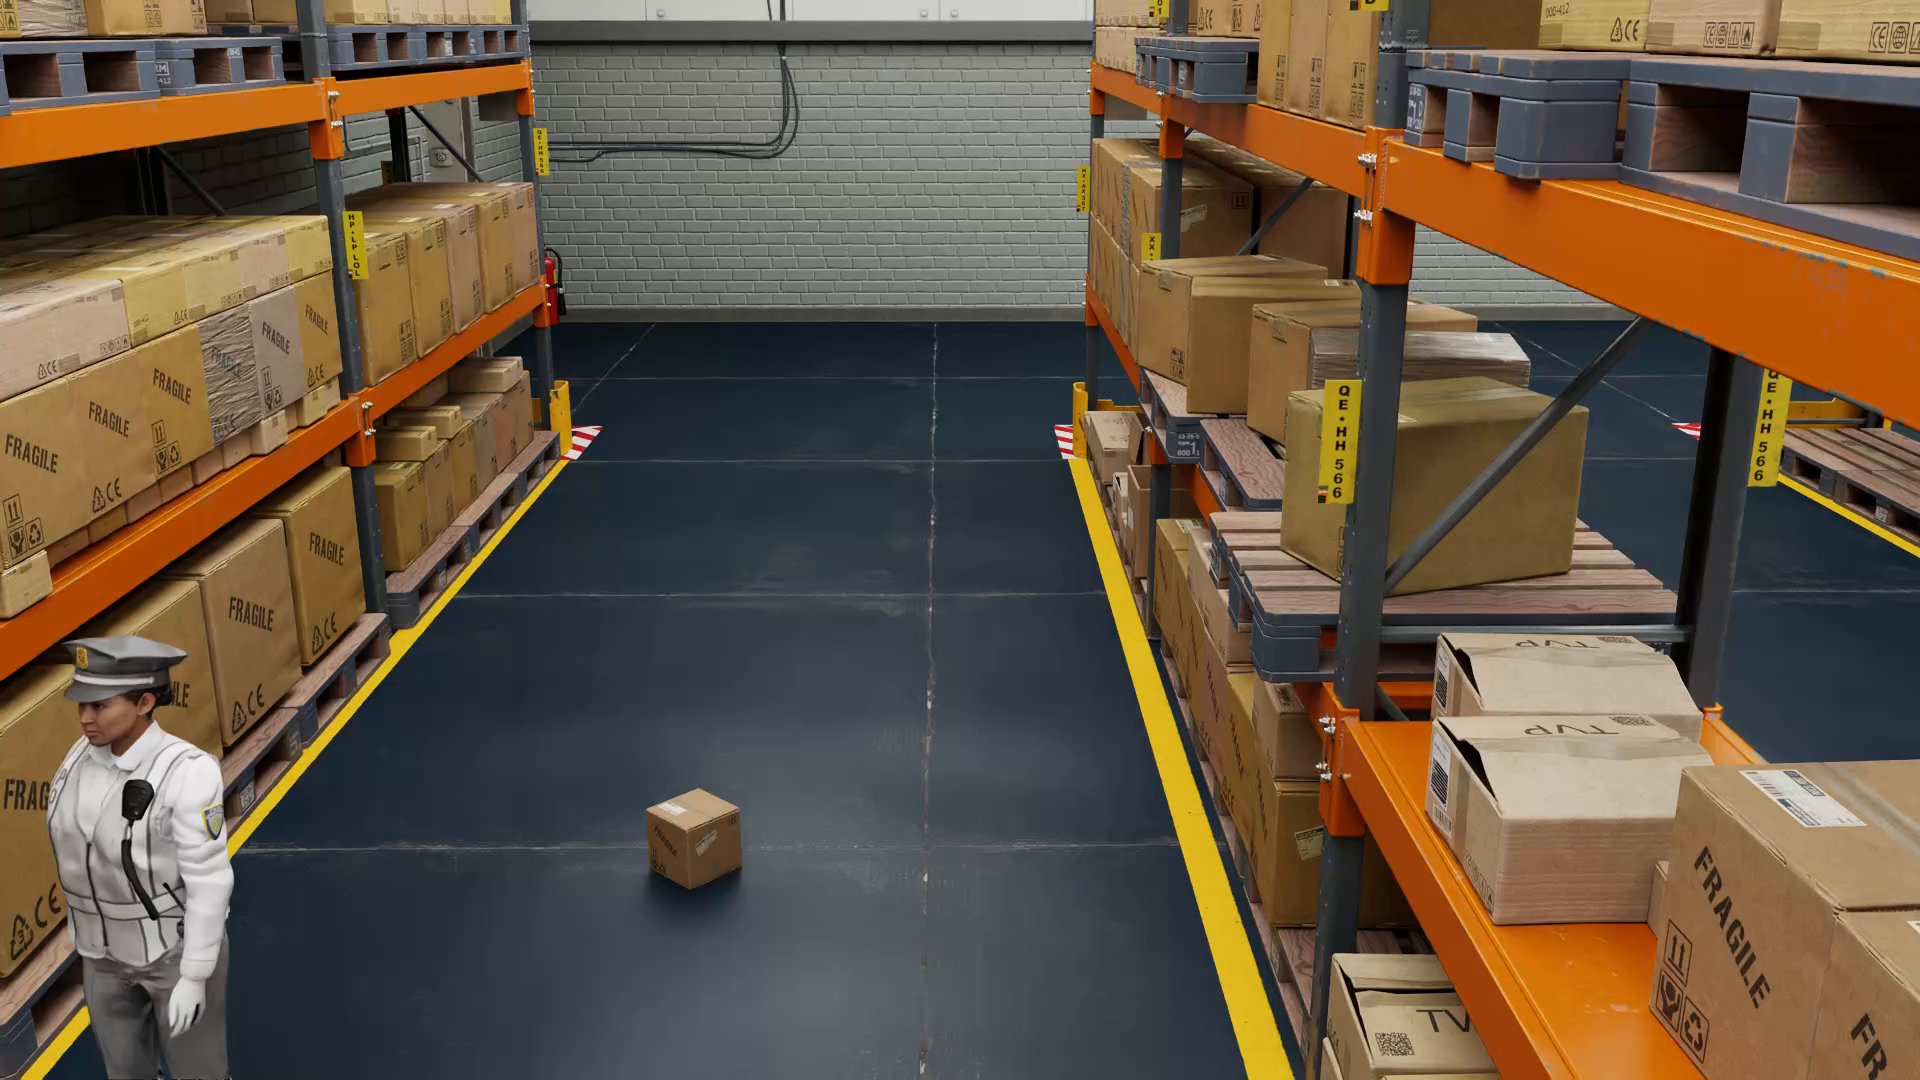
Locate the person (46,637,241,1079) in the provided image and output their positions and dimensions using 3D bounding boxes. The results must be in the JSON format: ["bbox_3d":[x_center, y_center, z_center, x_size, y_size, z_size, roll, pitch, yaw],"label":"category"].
[{"bbox_3d":[-2.020,1.034,4.165,0.459,1.693,0.366,5,18,16],"label":"person"}]
